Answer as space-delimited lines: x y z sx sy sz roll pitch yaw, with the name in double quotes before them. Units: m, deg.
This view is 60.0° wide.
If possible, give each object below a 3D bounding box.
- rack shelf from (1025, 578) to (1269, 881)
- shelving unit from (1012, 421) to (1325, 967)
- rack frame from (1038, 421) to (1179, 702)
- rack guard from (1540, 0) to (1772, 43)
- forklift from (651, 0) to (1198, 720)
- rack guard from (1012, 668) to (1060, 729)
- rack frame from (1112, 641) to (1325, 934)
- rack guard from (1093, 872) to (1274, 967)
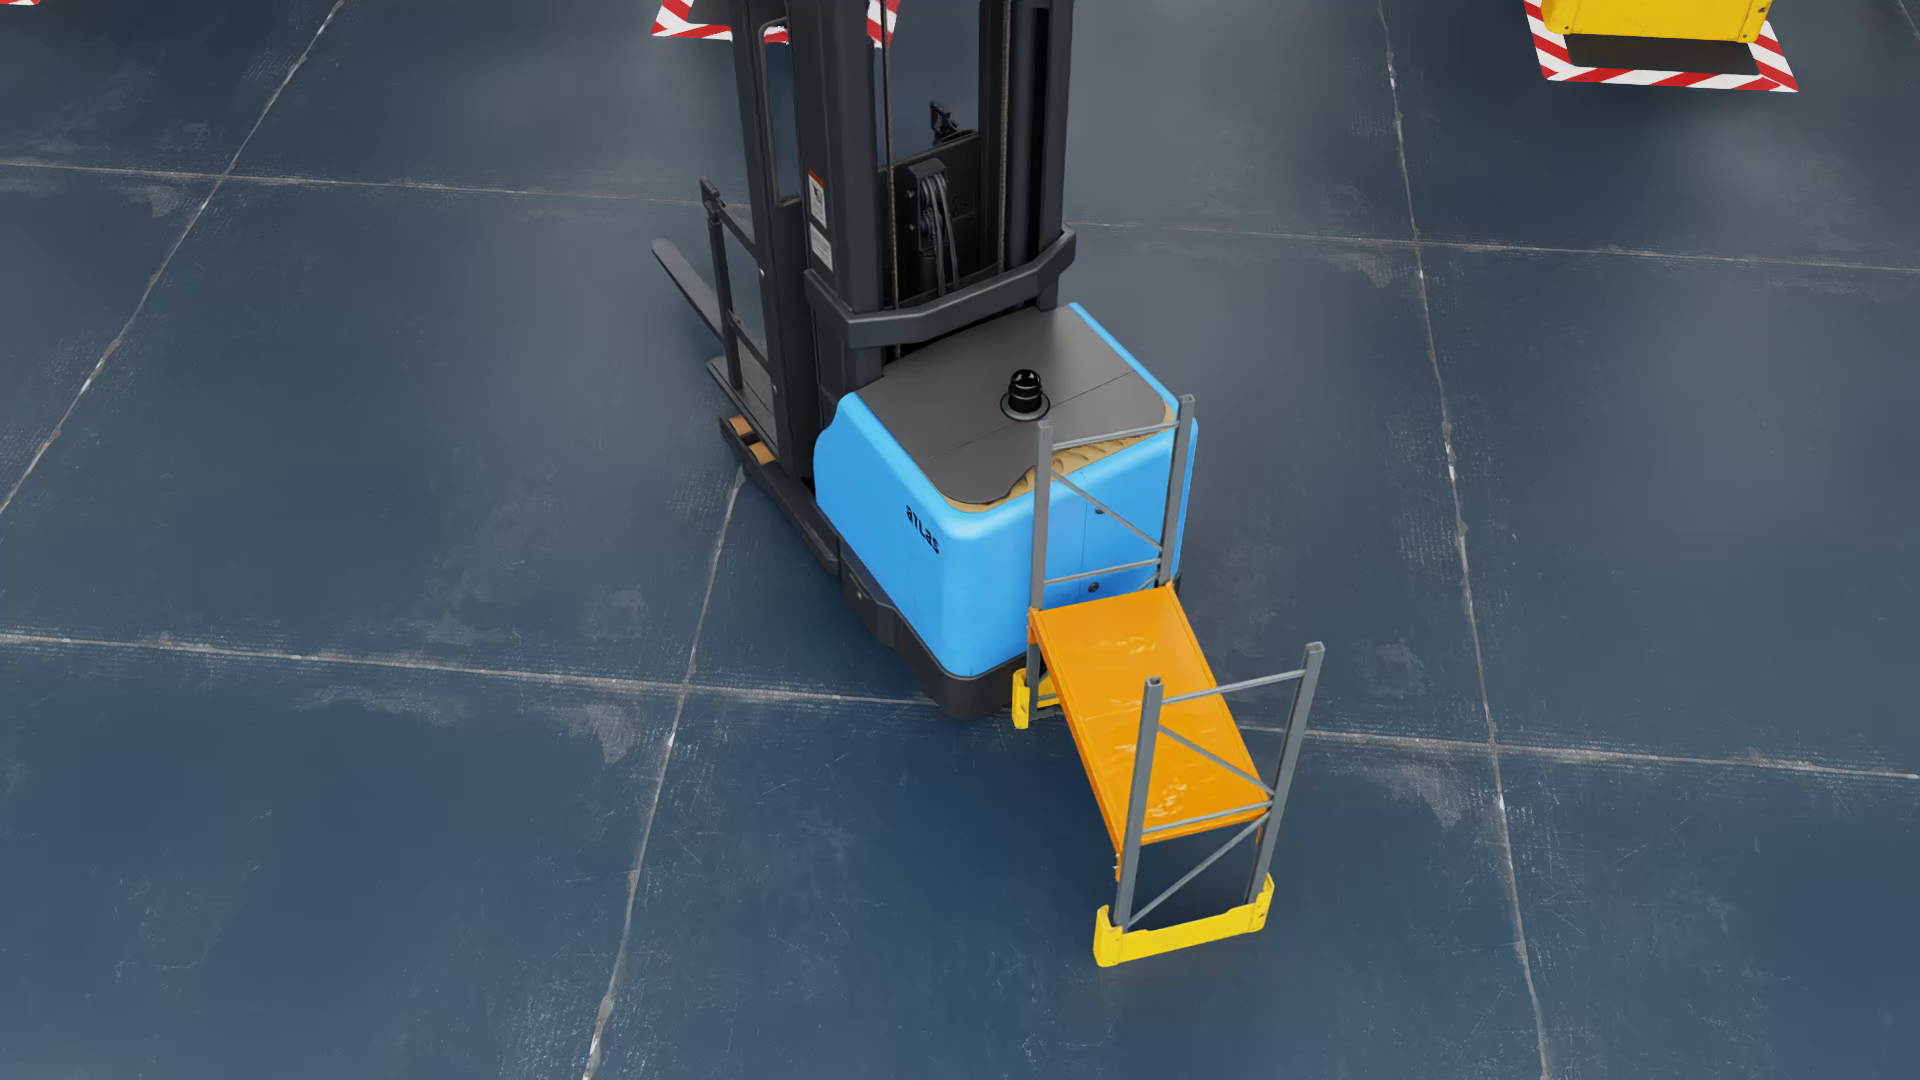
"rack shelf" 0.610 0.595 5.459 0.538 0.185 1.000 -11 48 -10
"shelving unit" 0.607 0.467 5.332 0.587 1.500 1.083 -11 48 -10
"rack frame" 0.483 0.110 5.659 0.475 1.308 0.013 -11 48 -10
"rack guard" 3.916 -3.118 9.289 1.175 0.500 0.348 4 48 4
"forklift" -0.363 -1.407 6.077 1.130 2.935 3.031 -24 52 -21
"rack guard" 0.482 0.533 6.119 0.587 0.250 0.087 -11 48 -10
"rack frame" 0.737 0.837 4.994 0.500 1.500 0.032 -11 48 -10
"rack guard" 0.732 1.245 5.468 0.587 0.250 0.087 -11 48 -10
